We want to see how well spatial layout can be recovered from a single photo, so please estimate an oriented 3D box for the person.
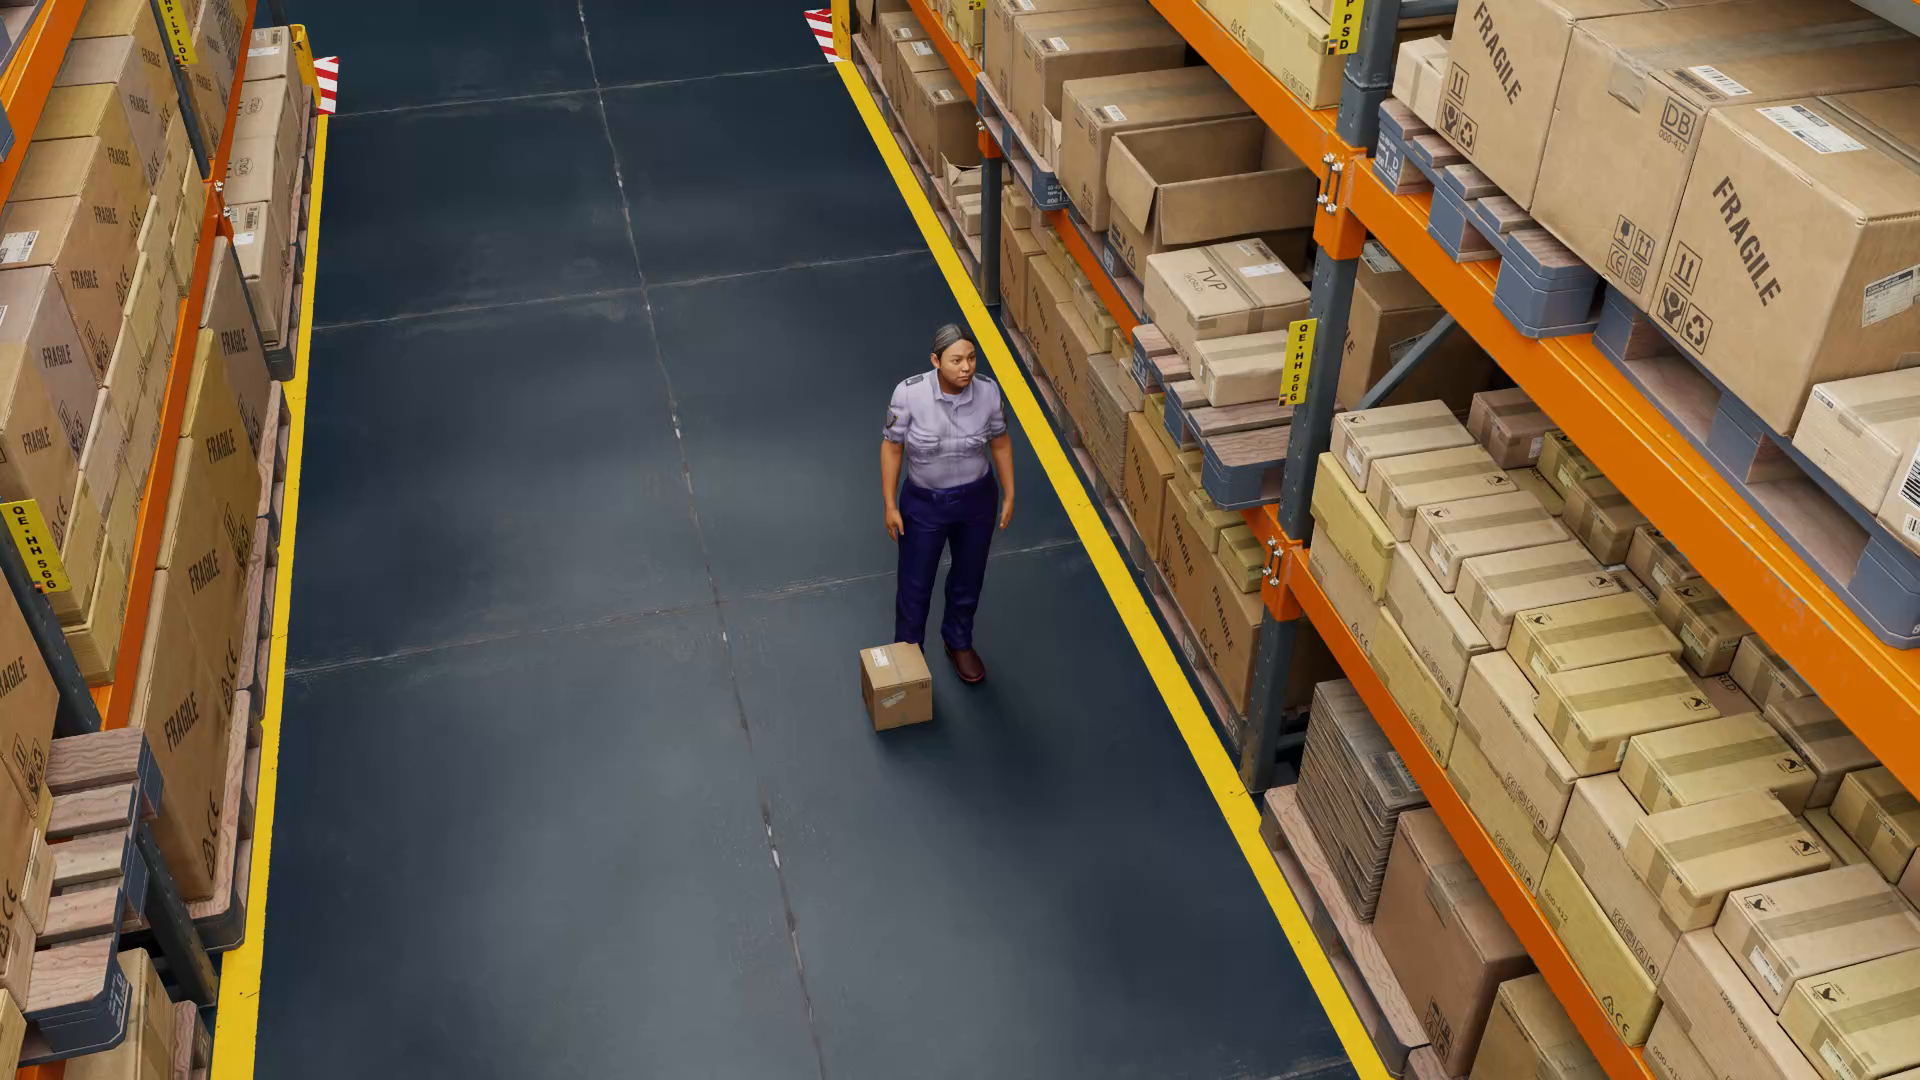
[{"bbox_3d":[-0.041,-0.087,6.820,0.599,1.650,0.502,-9,39,-12],"label":"person"}]
